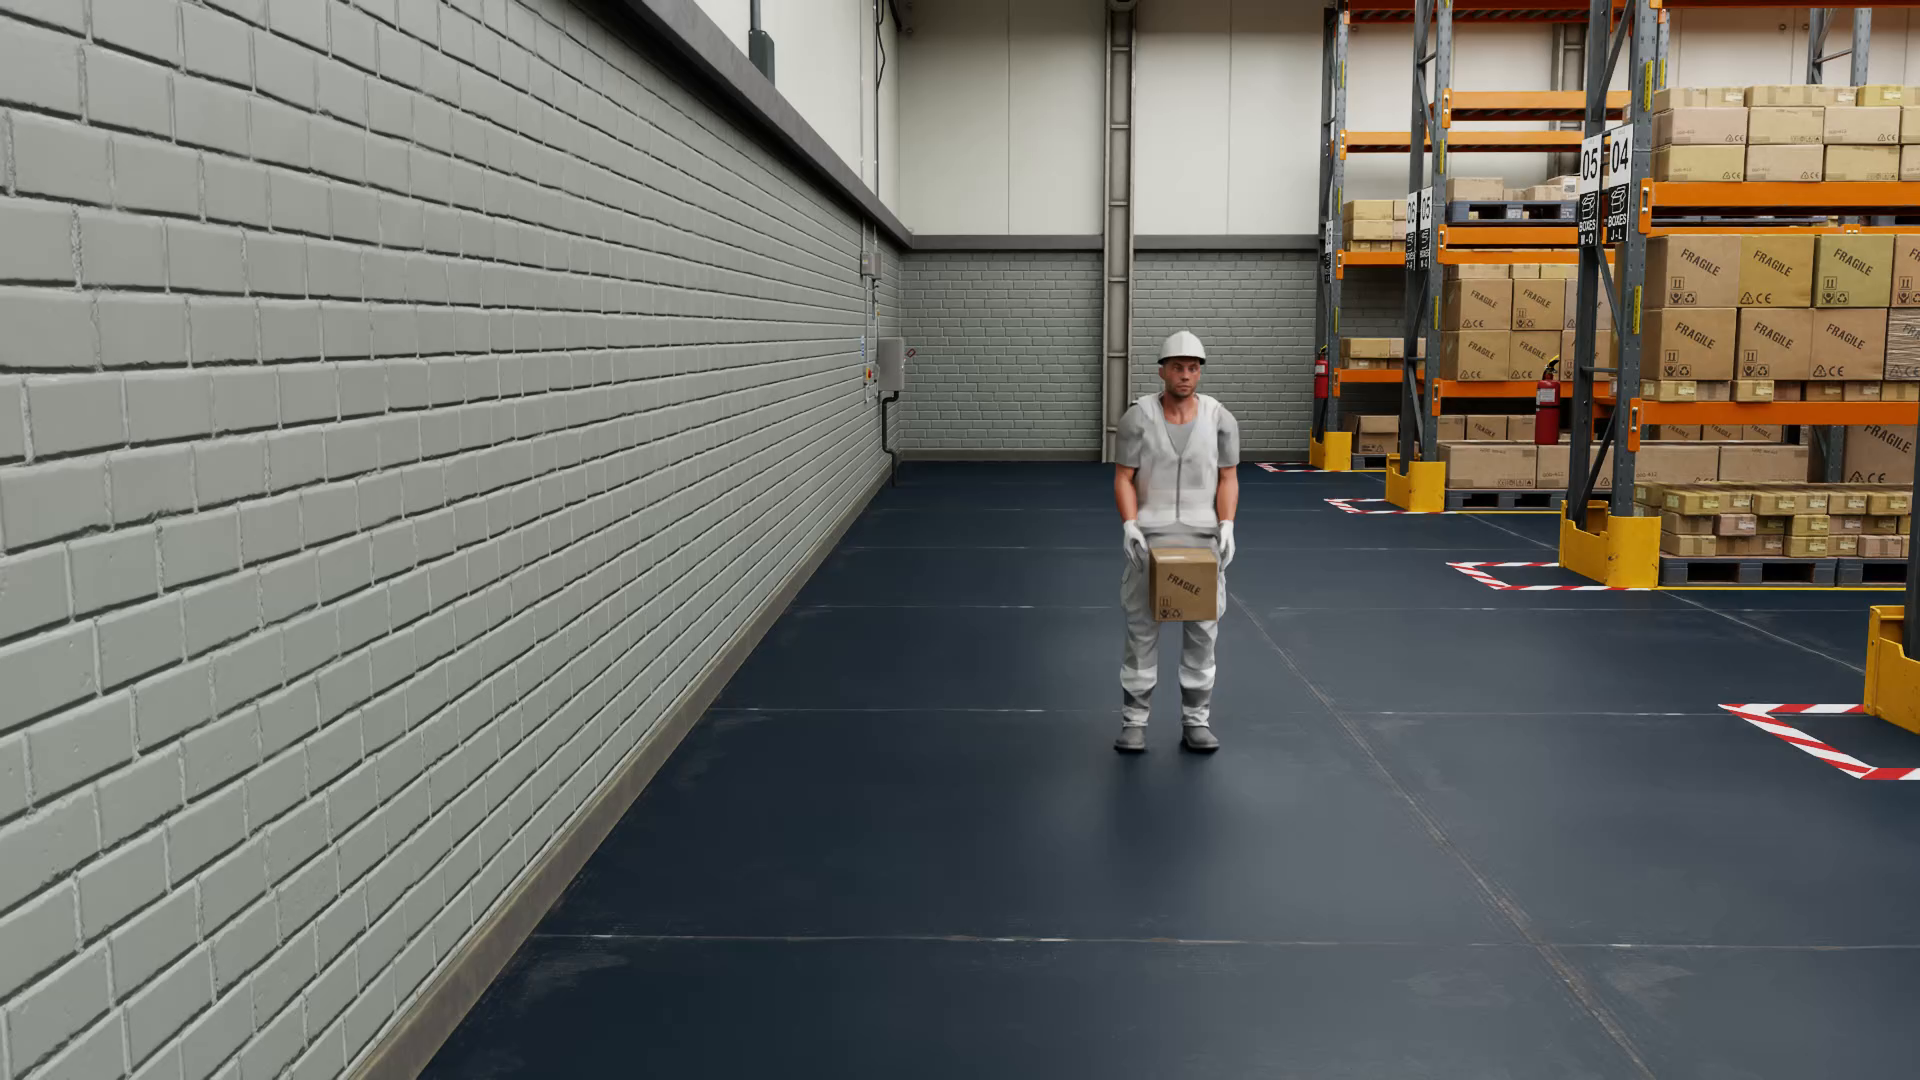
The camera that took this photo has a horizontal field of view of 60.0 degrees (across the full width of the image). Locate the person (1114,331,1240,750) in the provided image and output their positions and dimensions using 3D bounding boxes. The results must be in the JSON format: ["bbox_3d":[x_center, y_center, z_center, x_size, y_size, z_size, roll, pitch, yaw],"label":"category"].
[{"bbox_3d":[0.928,0.005,7.121,0.537,1.789,0.437,0,7,0],"label":"person"}]
